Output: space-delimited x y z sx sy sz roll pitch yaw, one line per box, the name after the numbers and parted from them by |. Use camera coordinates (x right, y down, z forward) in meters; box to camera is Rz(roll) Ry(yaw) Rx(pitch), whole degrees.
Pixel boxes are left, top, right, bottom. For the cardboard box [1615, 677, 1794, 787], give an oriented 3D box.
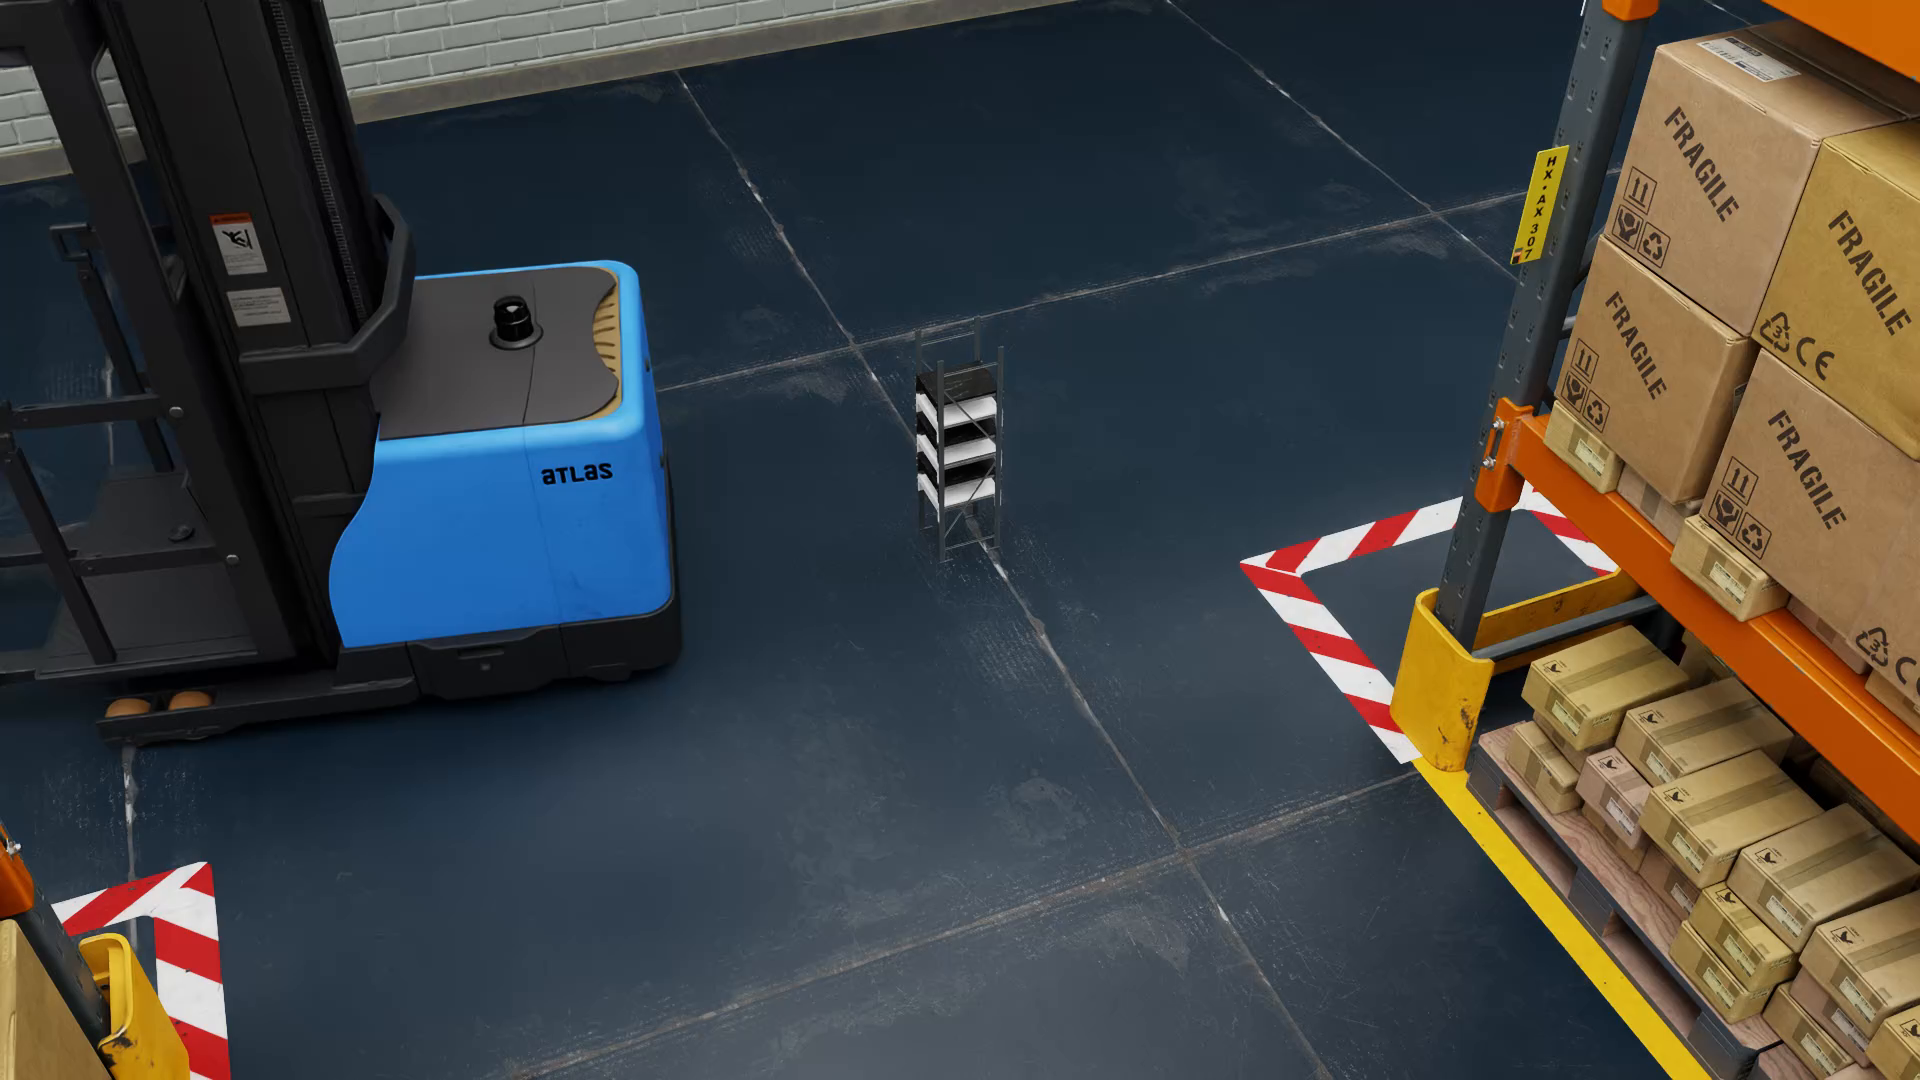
2.100 0.565 4.700 0.380 0.149 0.250 -14 43 -16 | cardboard box

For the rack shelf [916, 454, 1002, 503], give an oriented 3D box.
-0.003 -0.253 6.043 0.258 0.077 0.200 -15 43 -17 | rack shelf

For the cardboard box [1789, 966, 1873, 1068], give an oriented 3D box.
2.375 1.143 4.256 0.380 0.149 0.250 -17 44 -19 | cardboard box

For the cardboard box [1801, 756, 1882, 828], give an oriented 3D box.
2.663 0.701 4.771 0.380 0.149 0.250 -17 43 -19 | cardboard box

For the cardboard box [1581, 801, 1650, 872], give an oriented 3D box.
2.077 0.787 4.899 0.380 0.149 0.250 -15 43 -17 | cardboard box

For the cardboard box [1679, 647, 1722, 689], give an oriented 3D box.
2.462 0.388 5.134 0.380 0.149 0.250 -16 43 -18 | cardboard box

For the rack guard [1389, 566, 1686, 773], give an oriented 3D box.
2.026 0.326 5.487 1.175 0.500 0.348 -15 43 -17 | rack guard

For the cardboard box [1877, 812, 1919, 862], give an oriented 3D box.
2.733 0.746 4.490 0.380 0.149 0.250 -17 43 -19 | cardboard box

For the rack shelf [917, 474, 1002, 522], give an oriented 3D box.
-0.003 -0.184 6.101 0.258 0.077 0.200 -15 43 -17 | rack shelf

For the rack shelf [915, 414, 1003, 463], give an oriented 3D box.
-0.003 -0.389 5.925 0.258 0.077 0.200 -15 43 -17 | rack shelf

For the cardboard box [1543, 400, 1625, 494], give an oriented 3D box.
1.818 -0.295 4.485 0.380 0.149 0.250 -15 43 -17 | cardboard box

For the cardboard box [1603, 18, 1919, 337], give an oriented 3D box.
1.923 -0.861 3.878 0.500 0.500 0.500 -15 43 -17 | cardboard box

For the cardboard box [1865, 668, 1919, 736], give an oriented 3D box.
2.314 0.315 3.776 0.380 0.149 0.250 -16 43 -17 | cardboard box

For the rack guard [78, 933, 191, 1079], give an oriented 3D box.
-2.634 1.442 4.189 1.175 0.500 0.348 -15 43 -17 | rack guard

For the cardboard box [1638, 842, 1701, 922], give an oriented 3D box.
2.179 0.935 4.727 0.380 0.149 0.250 -15 43 -16 | cardboard box

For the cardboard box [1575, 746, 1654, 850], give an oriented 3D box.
2.013 0.700 4.771 0.380 0.149 0.250 -15 43 -17 | cardboard box

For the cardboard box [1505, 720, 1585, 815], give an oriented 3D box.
1.901 0.650 5.058 0.380 0.149 0.250 -14 43 -16 | cardboard box

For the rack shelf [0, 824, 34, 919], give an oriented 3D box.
-1.859 1.987 2.191 1.077 0.370 4.000 -15 43 -17 | rack shelf

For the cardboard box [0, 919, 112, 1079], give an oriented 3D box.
-2.306 1.521 3.488 0.875 0.875 0.875 -15 43 -17 | cardboard box

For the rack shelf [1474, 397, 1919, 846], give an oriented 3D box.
2.762 0.810 3.559 1.077 0.370 4.000 -15 43 -17 | rack shelf

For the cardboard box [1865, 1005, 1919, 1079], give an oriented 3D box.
2.405 1.217 3.942 0.380 0.149 0.250 -14 43 -16 | cardboard box

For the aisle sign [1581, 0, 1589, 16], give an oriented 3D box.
1.692 -1.622 3.842 0.394 0.787 0.004 -15 43 -17 | aisle sign

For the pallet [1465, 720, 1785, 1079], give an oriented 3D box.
2.304 0.934 5.002 1.003 0.211 1.213 -15 43 -17 | pallet

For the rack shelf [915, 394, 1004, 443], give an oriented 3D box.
-0.003 -0.457 5.867 0.258 0.077 0.200 -15 43 -17 | rack shelf

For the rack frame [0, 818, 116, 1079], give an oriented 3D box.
-2.621 0.508 3.358 0.949 2.616 0.053 -15 43 -17 | rack frame

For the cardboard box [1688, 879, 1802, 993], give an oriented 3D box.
2.186 1.007 4.414 0.380 0.149 0.250 -14 43 -16 | cardboard box

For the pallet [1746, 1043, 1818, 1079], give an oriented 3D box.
2.767 1.668 4.149 1.003 0.211 1.213 -15 43 -17 | pallet

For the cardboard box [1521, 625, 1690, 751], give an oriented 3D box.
1.883 0.429 4.859 0.380 0.149 0.250 -17 44 -19 | cardboard box

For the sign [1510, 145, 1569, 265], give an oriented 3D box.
1.495 -0.860 4.286 0.100 0.325 0.005 -15 43 -17 | sign

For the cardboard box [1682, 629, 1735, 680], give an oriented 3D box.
2.433 0.284 5.027 0.380 0.149 0.250 -15 43 -16 | cardboard box

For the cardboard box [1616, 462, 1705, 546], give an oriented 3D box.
1.953 -0.152 4.319 0.380 0.149 0.250 -14 43 -15 | cardboard box

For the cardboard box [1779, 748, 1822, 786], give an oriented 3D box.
2.513 0.559 4.936 0.380 0.149 0.250 -16 43 -18 | cardboard box

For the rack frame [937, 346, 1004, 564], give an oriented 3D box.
0.036 -0.285 5.891 0.240 0.900 0.006 -15 43 -17 | rack frame

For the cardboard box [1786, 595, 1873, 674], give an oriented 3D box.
2.233 0.145 3.973 0.380 0.149 0.250 -13 42 -15 | cardboard box

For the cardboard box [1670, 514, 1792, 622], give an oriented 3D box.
2.007 0.023 4.115 0.380 0.149 0.250 -16 43 -18 | cardboard box

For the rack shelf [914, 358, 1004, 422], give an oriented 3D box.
-0.003 -0.526 5.808 0.258 0.077 0.200 -15 43 -17 | rack shelf

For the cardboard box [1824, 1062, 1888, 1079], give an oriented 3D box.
2.376 1.418 4.165 0.380 0.149 0.250 -17 44 -19 | cardboard box

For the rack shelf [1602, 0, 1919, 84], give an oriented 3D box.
2.762 -0.327 2.581 1.077 0.370 4.000 -15 43 -17 | rack shelf

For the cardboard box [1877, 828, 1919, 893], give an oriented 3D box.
2.671 0.888 4.553 0.380 0.149 0.250 -16 43 -17 | cardboard box

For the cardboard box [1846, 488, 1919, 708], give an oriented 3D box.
2.317 0.136 3.487 0.500 0.500 0.500 -15 43 -16 | cardboard box

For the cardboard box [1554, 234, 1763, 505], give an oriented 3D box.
1.913 -0.479 4.201 0.500 0.500 0.500 -13 42 -15 | cardboard box

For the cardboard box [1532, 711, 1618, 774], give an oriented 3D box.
1.960 0.521 4.980 0.380 0.149 0.250 -13 42 -15 | cardboard box

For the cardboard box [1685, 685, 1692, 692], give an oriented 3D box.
2.391 0.519 5.210 0.380 0.149 0.250 -14 43 -16 | cardboard box

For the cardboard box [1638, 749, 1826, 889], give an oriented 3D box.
2.078 0.749 4.487 0.380 0.149 0.250 -15 43 -17 | cardboard box

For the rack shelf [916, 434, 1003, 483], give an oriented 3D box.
-0.003 -0.321 5.984 0.258 0.077 0.200 -15 43 -17 | rack shelf

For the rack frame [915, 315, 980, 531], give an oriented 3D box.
-0.042 -0.407 6.034 0.240 0.900 0.006 -15 43 -17 | rack frame

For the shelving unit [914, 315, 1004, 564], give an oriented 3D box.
-0.003 -0.346 5.962 0.258 0.900 0.210 -15 43 -17 | shelving unit

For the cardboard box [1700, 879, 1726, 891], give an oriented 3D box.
2.188 0.826 4.626 0.380 0.149 0.250 -15 43 -16 | cardboard box

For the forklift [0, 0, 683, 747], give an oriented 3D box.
-2.519 -0.805 4.938 3.031 2.935 1.130 -6 41 -7 | forklift

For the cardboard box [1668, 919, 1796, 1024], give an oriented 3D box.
2.175 1.116 4.516 0.380 0.149 0.250 -15 43 -16 | cardboard box

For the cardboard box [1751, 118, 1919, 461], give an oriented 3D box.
2.122 -0.558 3.527 0.500 0.500 0.500 -14 43 -16 | cardboard box

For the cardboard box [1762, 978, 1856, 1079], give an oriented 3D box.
2.361 1.246 4.365 0.380 0.149 0.250 -15 43 -17 | cardboard box

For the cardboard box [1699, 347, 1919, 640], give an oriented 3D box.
2.142 -0.163 3.834 0.500 0.500 0.500 -15 43 -17 | cardboard box

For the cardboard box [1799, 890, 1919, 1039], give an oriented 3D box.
2.347 1.047 4.140 0.380 0.149 0.250 -14 43 -15 | cardboard box

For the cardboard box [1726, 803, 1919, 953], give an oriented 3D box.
2.249 0.878 4.337 0.380 0.149 0.250 -17 44 -19 | cardboard box

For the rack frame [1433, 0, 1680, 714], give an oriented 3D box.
1.997 -0.667 4.726 1.000 3.000 0.127 -15 43 -17 | rack frame

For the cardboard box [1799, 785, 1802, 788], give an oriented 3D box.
2.583 0.649 5.059 0.380 0.149 0.250 -14 43 -16 | cardboard box

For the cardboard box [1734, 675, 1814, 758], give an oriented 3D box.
2.476 0.450 4.834 0.380 0.149 0.250 -14 43 -16 | cardboard box
